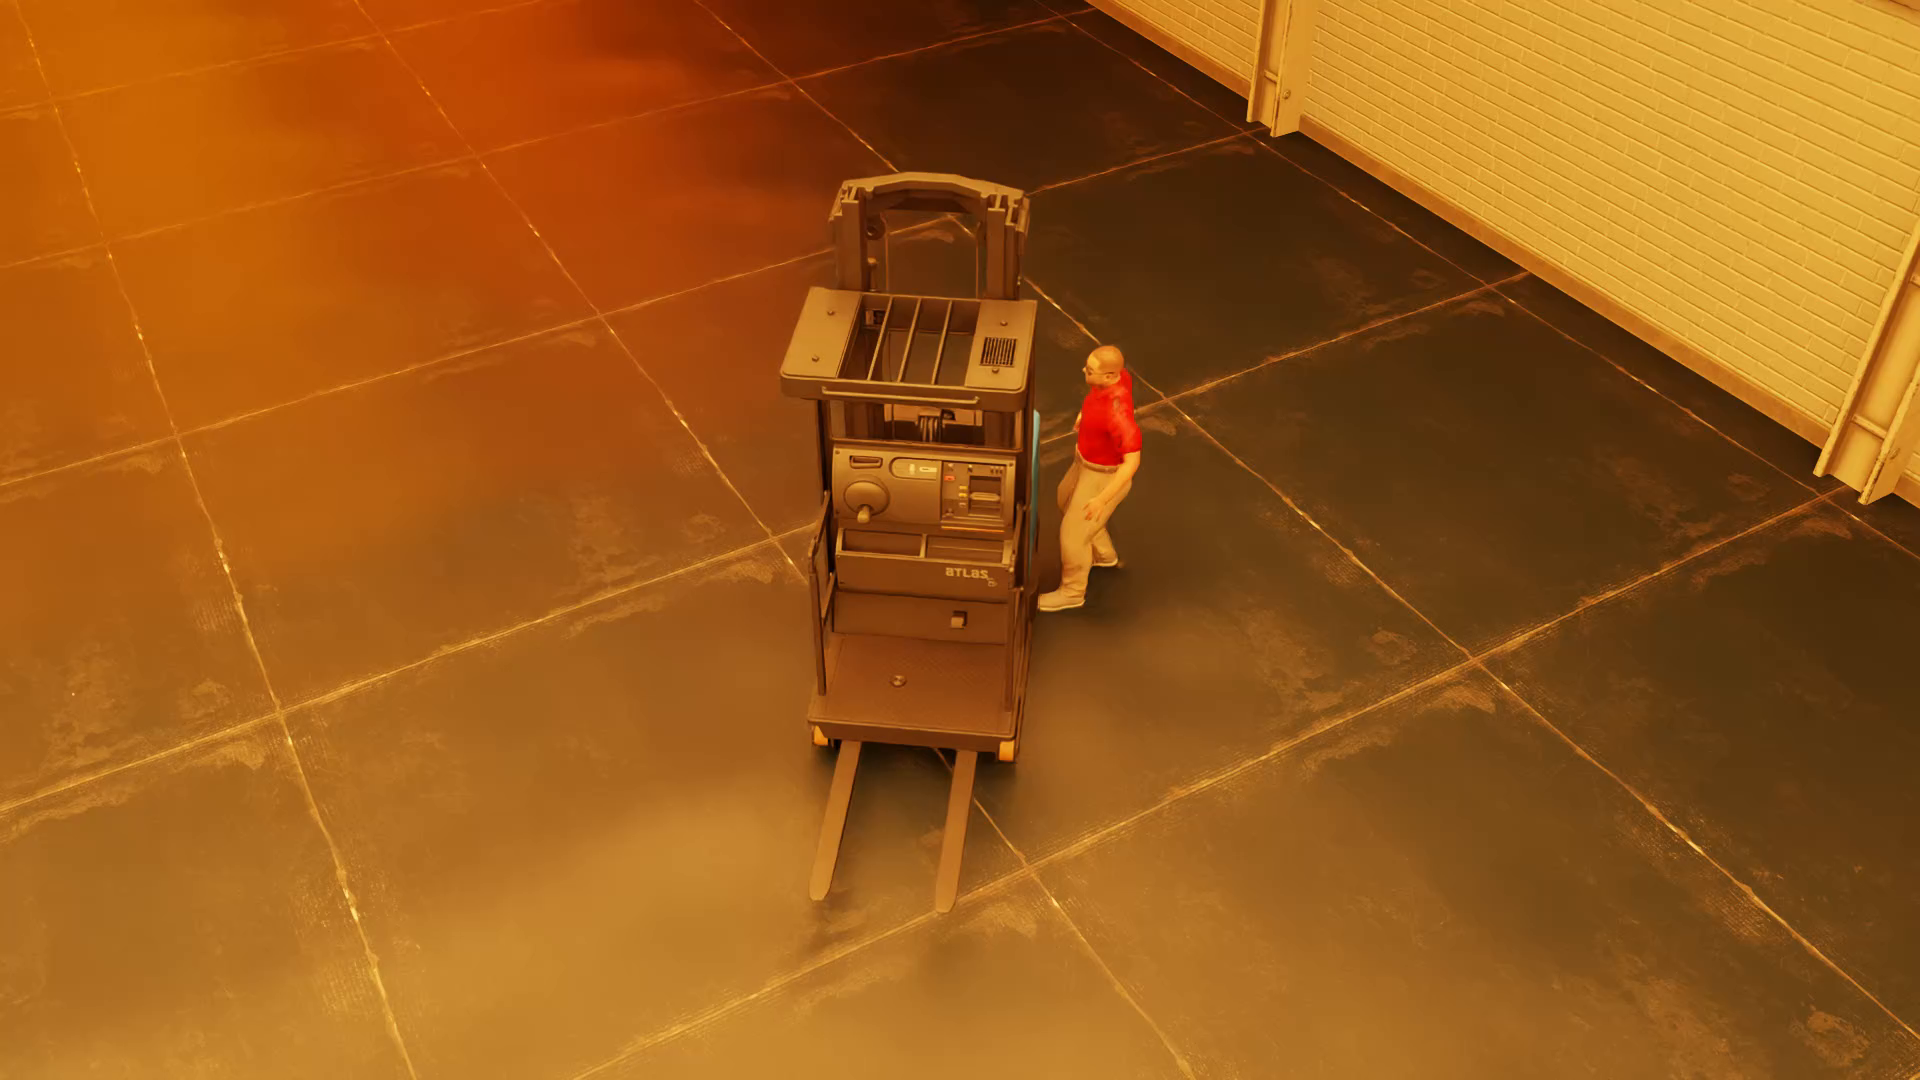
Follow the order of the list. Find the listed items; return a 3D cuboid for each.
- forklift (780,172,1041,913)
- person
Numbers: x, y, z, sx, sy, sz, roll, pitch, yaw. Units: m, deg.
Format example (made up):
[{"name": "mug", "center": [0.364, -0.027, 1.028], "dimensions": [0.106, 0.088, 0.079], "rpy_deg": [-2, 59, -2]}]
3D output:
[{"name": "forklift", "center": [-0.207, -0.180, 8.253], "dimensions": [1.130, 2.935, 3.031], "rpy_deg": [4, 40, 5]}, {"name": "person", "center": [0.709, -0.404, 9.522], "dimensions": [0.573, 1.680, 0.901], "rpy_deg": [1, 40, 1]}]
